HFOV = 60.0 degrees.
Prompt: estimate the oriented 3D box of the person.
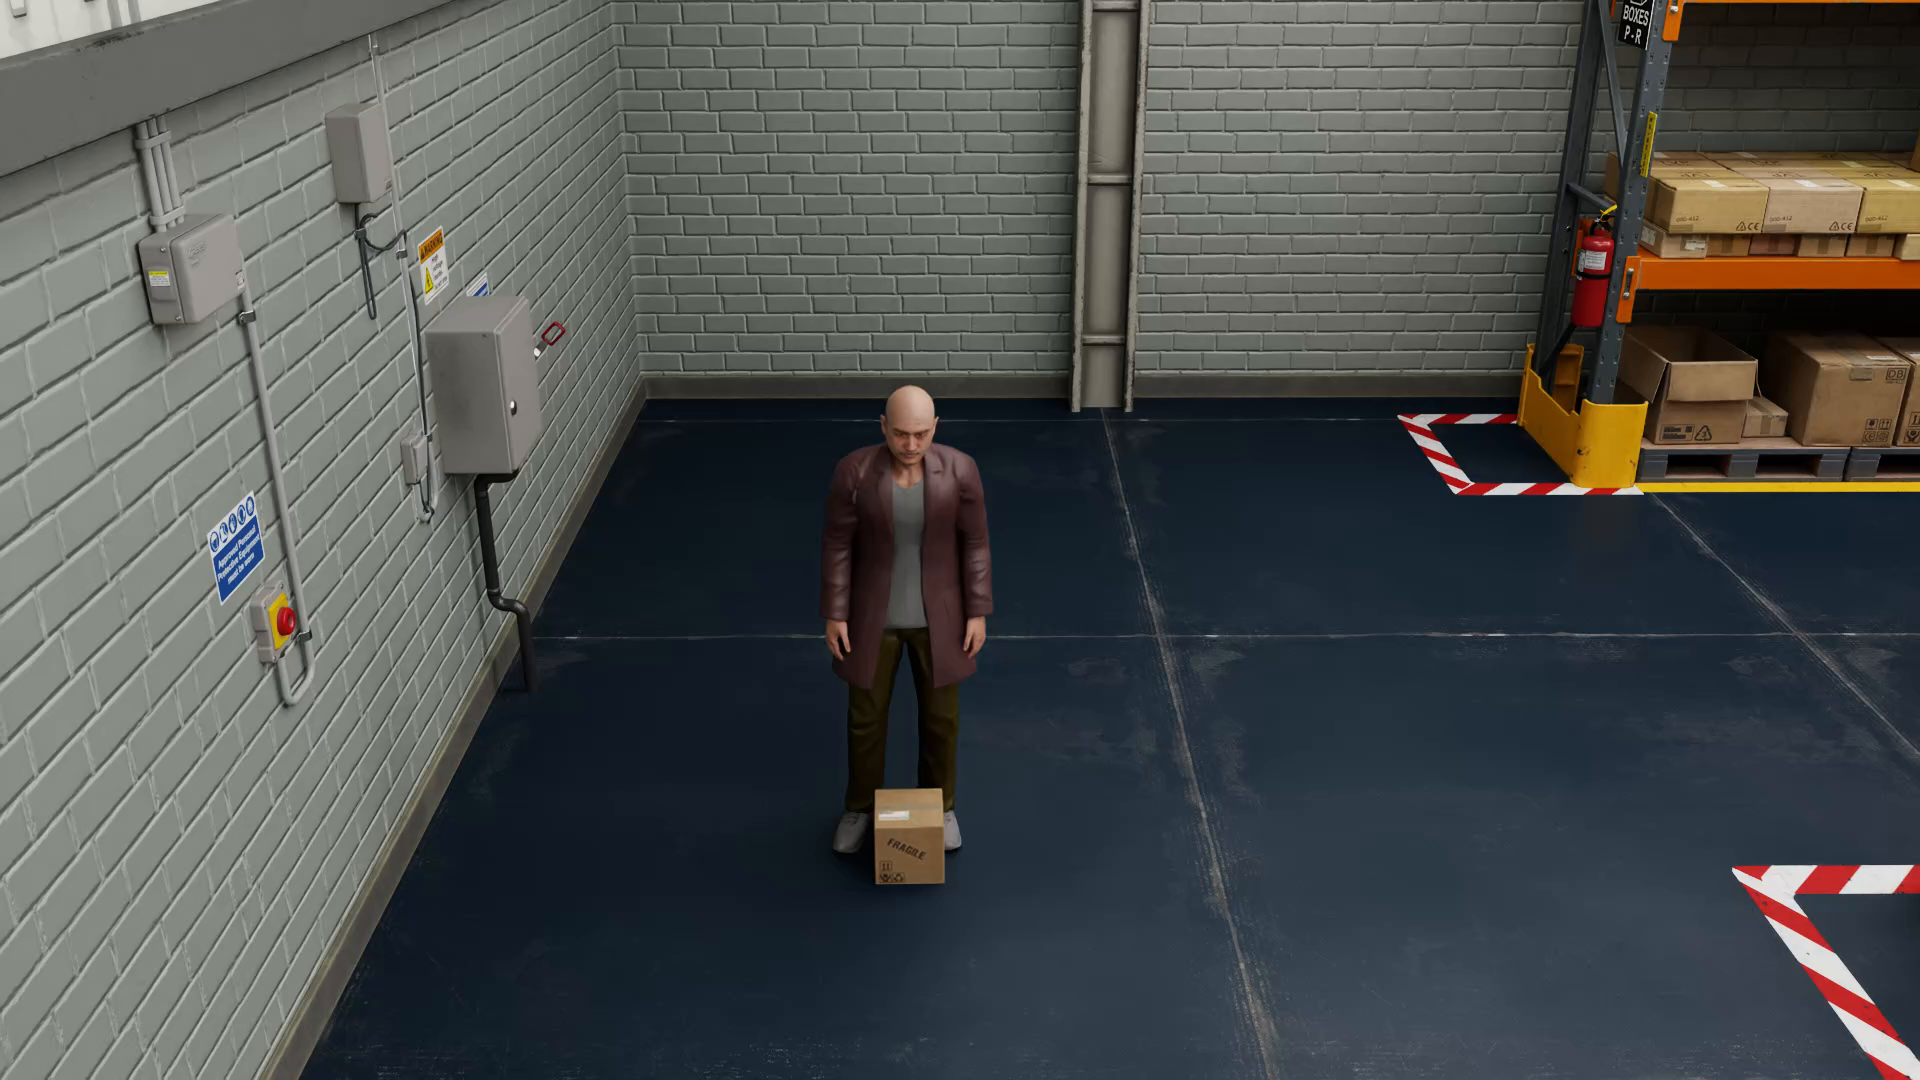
[{"bbox_3d":[-0.193,0.281,5.984,0.631,1.773,0.427,-1,24,-3],"label":"person"}]
